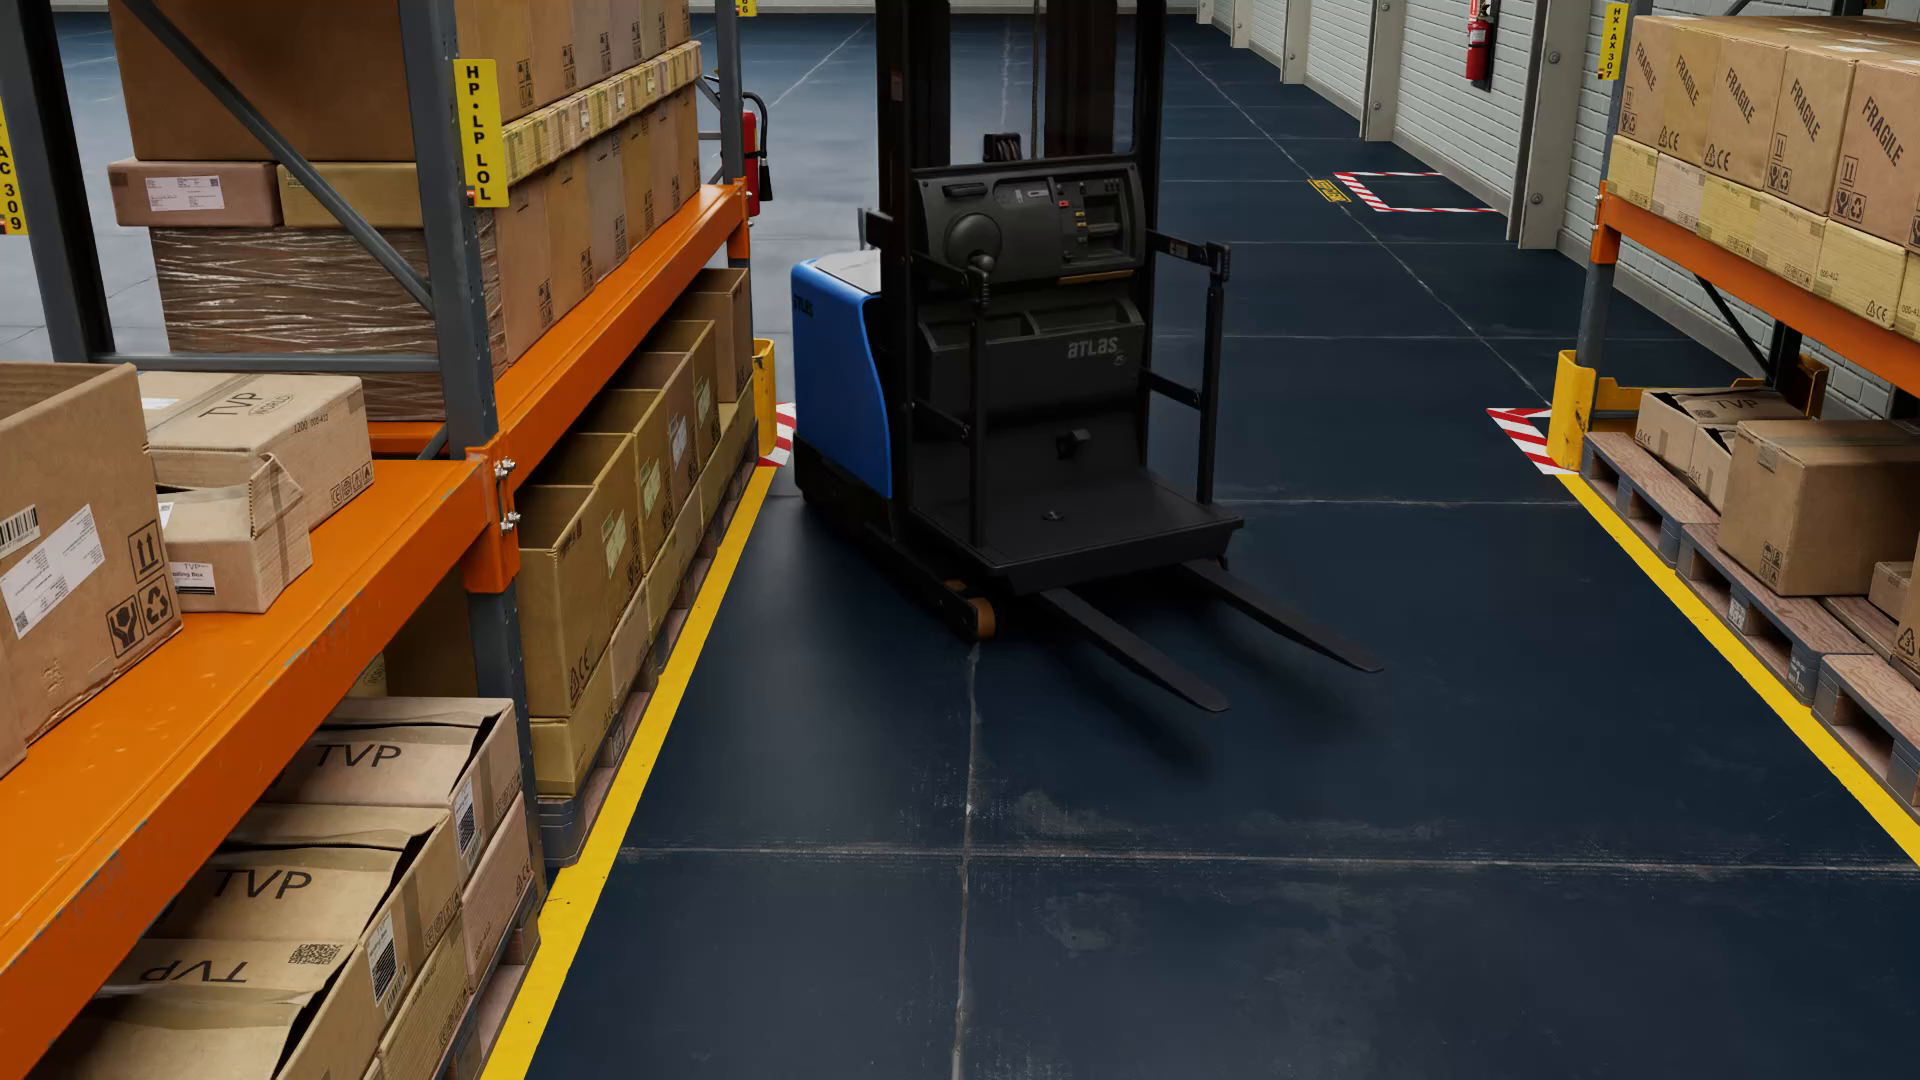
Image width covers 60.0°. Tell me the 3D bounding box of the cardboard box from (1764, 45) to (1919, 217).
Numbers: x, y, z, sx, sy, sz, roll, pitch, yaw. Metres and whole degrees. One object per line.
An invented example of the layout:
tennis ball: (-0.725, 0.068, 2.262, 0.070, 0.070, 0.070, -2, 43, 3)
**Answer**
cardboard box: (3.083, -1.374, 5.567, 0.500, 0.500, 0.500, 1, 21, 3)

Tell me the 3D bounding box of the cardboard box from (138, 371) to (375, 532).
cardboard box: (-1.595, -0.165, 3.515, 0.500, 0.250, 0.500, 2, 21, 5)

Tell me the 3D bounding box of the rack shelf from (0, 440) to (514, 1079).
rack shelf: (-1.685, 0.645, 2.214, 1.077, 0.370, 4.000, 1, 21, 2)

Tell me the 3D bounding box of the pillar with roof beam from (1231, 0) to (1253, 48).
pillar with roof beam: (0.719, -13.066, 28.263, 9.100, 9.000, 0.400, 1, 21, 2)

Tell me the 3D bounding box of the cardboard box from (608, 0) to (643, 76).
cardboard box: (-1.556, -1.951, 5.979, 0.700, 0.500, 0.500, 1, 21, 2)

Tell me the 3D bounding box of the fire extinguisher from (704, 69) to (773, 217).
fire extinguisher: (-1.034, -1.861, 7.786, 0.296, 0.674, 0.183, 1, 21, 2)

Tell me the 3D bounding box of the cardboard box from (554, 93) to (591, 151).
cardboard box: (-1.387, -1.323, 5.258, 0.380, 0.149, 0.250, 0, 21, 0)

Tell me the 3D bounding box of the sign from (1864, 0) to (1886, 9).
sign: (4.003, -2.480, 7.237, 0.100, 0.325, 0.005, 1, 21, 2)

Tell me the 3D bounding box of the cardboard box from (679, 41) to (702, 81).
cardboard box: (-1.324, -2.068, 7.178, 0.380, 0.149, 0.250, 0, 21, 1)

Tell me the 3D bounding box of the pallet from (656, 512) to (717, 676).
pallet: (-1.524, 0.157, 6.332, 1.003, 0.211, 1.213, 1, 21, 2)

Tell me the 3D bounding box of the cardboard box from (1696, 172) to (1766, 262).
cardboard box: (3.094, -1.201, 6.157, 0.500, 0.250, 0.500, 0, 21, 1)

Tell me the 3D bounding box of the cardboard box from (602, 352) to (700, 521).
cardboard box: (-1.253, -0.384, 6.055, 0.500, 0.500, 0.500, 1, 21, 2)

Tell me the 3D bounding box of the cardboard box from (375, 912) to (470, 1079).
cardboard box: (-1.364, 1.009, 3.503, 0.500, 0.250, 0.500, 0, 21, 1)

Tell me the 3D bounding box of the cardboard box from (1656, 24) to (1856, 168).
cardboard box: (3.109, -1.748, 6.529, 0.500, 0.500, 0.500, 1, 21, 2)

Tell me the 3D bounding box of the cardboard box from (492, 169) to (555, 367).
cardboard box: (-1.607, -0.811, 4.835, 0.700, 0.500, 0.500, 0, 21, 1)

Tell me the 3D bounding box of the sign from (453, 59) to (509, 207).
sign: (-1.081, -0.914, 3.746, 0.100, 0.325, 0.005, 1, 21, 2)

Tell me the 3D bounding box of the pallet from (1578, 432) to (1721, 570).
pallet: (3.387, -0.186, 7.216, 1.003, 0.211, 1.213, 1, 21, 2)

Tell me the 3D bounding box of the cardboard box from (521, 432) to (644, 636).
cardboard box: (-1.290, -0.022, 5.123, 0.500, 0.500, 0.500, 1, 21, 2)

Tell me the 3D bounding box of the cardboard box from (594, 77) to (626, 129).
cardboard box: (-1.369, -1.508, 5.733, 0.380, 0.149, 0.250, 0, 21, 1)

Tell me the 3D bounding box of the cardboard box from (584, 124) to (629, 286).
cardboard box: (-1.574, -1.178, 5.780, 0.700, 0.500, 0.500, 1, 21, 3)

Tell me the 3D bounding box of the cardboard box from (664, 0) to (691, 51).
cardboard box: (-1.531, -2.323, 6.938, 0.700, 0.500, 0.500, 1, 21, 2)

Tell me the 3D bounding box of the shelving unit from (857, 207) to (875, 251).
shelving unit: (-0.301, -0.958, 7.817, 0.258, 1.200, 0.189, -7, 12, -17)

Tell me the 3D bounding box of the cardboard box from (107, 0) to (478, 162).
cardboard box: (-1.617, -1.225, 4.109, 0.700, 0.500, 0.500, 1, 21, 2)

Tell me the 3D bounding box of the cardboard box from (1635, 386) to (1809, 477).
cardboard box: (3.338, -0.509, 7.303, 0.500, 0.311, 0.500, -2, 21, -4)

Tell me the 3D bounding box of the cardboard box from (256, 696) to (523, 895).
cardboard box: (-1.350, 0.561, 3.882, 0.500, 0.311, 0.500, 1, 21, 2)

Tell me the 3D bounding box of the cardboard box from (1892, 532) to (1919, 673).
cardboard box: (3.319, 0.224, 5.152, 0.500, 0.500, 0.500, -1, 21, -2)

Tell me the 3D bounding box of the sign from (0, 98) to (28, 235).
sign: (-2.179, -0.860, 3.791, 0.100, 0.325, 0.005, 1, 21, 2)

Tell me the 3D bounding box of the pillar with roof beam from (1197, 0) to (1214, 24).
pillar with roof beam: (0.902, -15.235, 33.854, 9.100, 9.000, 0.400, 1, 21, 2)

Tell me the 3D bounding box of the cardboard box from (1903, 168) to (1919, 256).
cardboard box: (3.042, -1.004, 4.613, 0.500, 0.500, 0.500, 1, 21, 1)

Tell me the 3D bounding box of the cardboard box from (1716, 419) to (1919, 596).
cardboard box: (3.249, -0.126, 6.055, 0.700, 0.500, 0.500, -1, 21, -2)

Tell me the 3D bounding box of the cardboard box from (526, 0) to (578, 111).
cardboard box: (-1.587, -1.589, 5.046, 0.700, 0.500, 0.500, 1, 21, 2)

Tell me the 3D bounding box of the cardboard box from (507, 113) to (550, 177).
cardboard box: (-1.402, -1.136, 4.776, 0.380, 0.149, 0.250, 0, 21, 1)

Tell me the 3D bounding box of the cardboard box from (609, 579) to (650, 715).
cardboard box: (-1.287, 0.328, 5.259, 0.500, 0.250, 0.500, 1, 21, 2)

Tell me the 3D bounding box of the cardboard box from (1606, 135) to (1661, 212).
cardboard box: (3.117, -1.573, 7.116, 0.500, 0.250, 0.500, 0, 21, 0)

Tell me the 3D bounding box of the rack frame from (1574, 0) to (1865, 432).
rack frame: (3.449, -1.807, 7.538, 1.000, 3.000, 0.127, 1, 21, 2)

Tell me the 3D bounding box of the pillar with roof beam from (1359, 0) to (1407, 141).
pillar with roof beam: (0.354, -8.727, 17.080, 9.100, 9.000, 0.400, 1, 21, 2)

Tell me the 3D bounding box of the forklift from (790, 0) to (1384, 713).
forklift: (0.378, -1.177, 6.010, 1.130, 2.935, 3.031, -11, 24, -25)

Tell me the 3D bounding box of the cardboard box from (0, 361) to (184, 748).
cardboard box: (-1.680, 0.008, 2.724, 0.500, 0.500, 0.500, 2, 21, 6)

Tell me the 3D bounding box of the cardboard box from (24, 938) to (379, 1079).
cardboard box: (-1.377, 0.929, 2.932, 0.500, 0.311, 0.500, 1, 21, 1)

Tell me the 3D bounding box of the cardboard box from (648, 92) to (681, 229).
cardboard box: (-1.541, -1.548, 6.733, 0.700, 0.500, 0.500, 1, 21, 3)

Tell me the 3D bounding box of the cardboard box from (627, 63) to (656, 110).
cardboard box: (-1.355, -1.696, 6.217, 0.380, 0.149, 0.250, 1, 21, 3)

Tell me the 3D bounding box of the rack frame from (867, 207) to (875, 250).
rack frame: (-0.273, -0.942, 7.732, 0.240, 1.200, 0.006, -7, 12, -17)

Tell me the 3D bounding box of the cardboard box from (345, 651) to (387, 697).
cardboard box: (-1.828, 0.503, 4.808, 0.500, 0.250, 0.500, 1, 21, 2)

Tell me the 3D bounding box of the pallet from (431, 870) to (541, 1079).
pallet: (-1.607, 1.153, 3.765, 1.003, 0.211, 1.213, 1, 21, 2)

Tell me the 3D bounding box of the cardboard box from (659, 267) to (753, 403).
cardboard box: (-1.221, -0.926, 7.453, 0.500, 0.500, 0.500, 1, 21, 2)

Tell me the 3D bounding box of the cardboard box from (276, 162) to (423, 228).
cardboard box: (-1.422, -0.858, 4.057, 0.380, 0.149, 0.250, 1, 21, 2)

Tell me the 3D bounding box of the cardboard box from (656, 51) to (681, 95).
cardboard box: (-1.338, -1.881, 6.696, 0.380, 0.149, 0.250, 0, 21, 1)

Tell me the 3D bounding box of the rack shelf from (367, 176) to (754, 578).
rack shelf: (-1.563, -0.801, 5.942, 1.077, 0.370, 4.000, 1, 21, 2)

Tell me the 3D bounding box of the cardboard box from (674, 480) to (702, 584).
cardboard box: (-1.257, -0.034, 6.190, 0.500, 0.250, 0.500, 1, 21, 2)

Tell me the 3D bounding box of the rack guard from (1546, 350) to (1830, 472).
rack guard: (3.447, -0.614, 7.920, 1.175, 0.500, 0.348, 1, 21, 2)

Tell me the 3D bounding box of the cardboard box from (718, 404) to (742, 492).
cardboard box: (-1.227, -0.396, 7.122, 0.500, 0.250, 0.500, 1, 21, 2)

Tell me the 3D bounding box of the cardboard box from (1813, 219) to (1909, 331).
cardboard box: (3.062, -0.836, 5.217, 0.500, 0.250, 0.500, 1, 21, 1)

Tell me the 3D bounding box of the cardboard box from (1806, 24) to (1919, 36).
cardboard box: (3.622, -1.741, 6.512, 0.500, 0.500, 0.500, 1, 21, 2)
